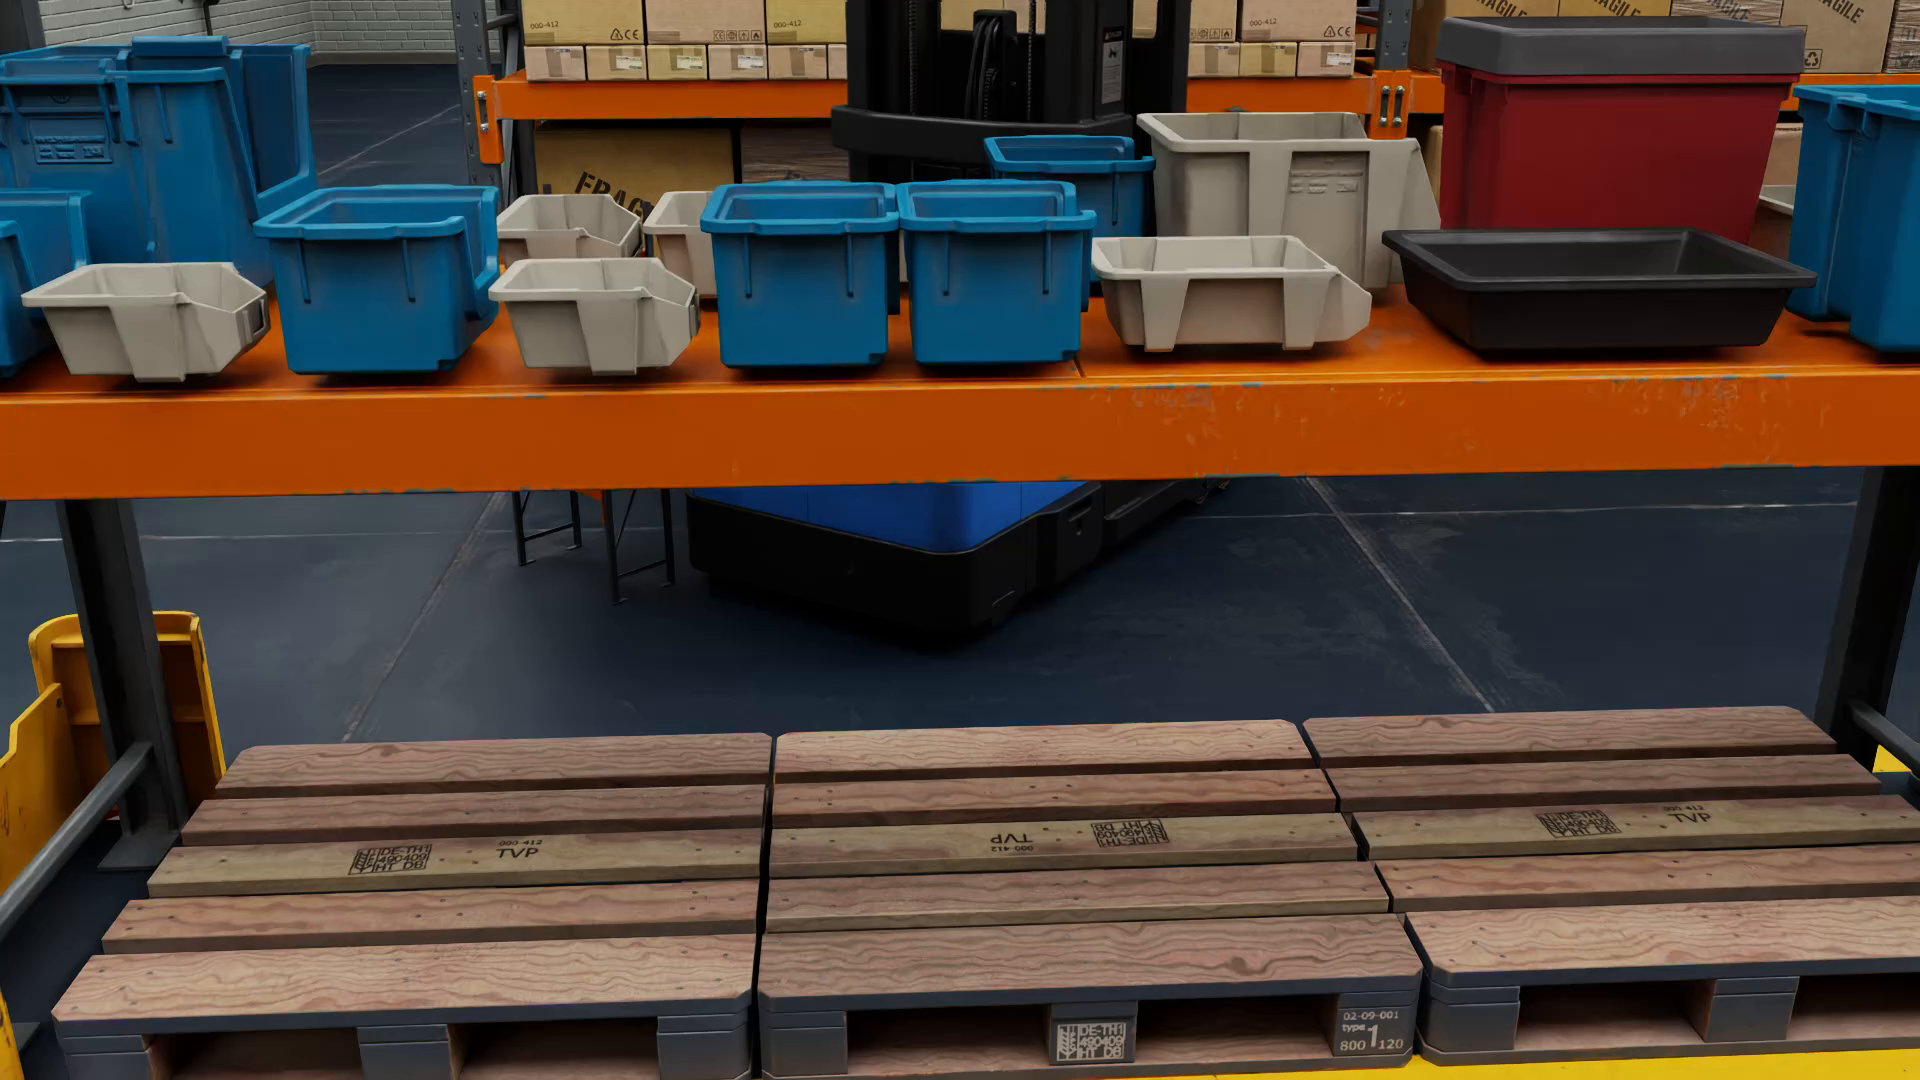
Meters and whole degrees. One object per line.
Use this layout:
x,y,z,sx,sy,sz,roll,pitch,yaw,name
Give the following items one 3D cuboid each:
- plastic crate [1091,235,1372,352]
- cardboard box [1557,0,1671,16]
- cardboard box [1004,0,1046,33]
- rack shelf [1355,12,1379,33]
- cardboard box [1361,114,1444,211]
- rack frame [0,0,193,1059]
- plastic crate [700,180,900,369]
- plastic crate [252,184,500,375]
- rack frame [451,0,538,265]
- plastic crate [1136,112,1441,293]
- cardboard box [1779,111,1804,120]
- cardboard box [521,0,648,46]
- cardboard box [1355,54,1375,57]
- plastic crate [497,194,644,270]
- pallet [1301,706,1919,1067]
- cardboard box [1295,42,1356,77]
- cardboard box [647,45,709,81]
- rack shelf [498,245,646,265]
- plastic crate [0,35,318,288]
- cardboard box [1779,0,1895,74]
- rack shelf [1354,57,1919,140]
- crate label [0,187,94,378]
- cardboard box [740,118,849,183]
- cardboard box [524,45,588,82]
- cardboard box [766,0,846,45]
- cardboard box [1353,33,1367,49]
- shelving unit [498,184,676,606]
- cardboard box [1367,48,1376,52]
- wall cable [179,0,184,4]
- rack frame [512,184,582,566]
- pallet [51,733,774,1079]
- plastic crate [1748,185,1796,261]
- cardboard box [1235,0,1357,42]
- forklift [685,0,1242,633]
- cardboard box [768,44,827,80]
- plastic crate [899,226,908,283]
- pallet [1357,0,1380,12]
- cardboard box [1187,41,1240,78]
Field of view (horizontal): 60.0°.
0.443,-0.411,2.771,0.466,0.136,0.293,-1,21,-3,plastic crate
2.857,-2.386,7.531,0.500,0.500,0.500,-1,21,-3,cardboard box
0.429,-2.353,7.377,0.500,0.250,0.500,-1,21,-2,cardboard box
3.696,-3.876,12.597,4.000,0.370,1.077,-1,21,-3,rack shelf
2.519,-1.631,8.086,0.875,0.875,1.225,-1,21,-3,cardboard box
-1.830,-0.567,2.895,0.127,3.000,1.000,-1,21,-3,rack frame
-0.250,-0.432,2.690,0.300,0.233,0.416,-1,21,-3,plastic crate
-0.907,-0.418,2.655,0.300,0.233,0.416,-1,21,-3,plastic crate
-2.112,-2.327,7.516,0.127,3.000,1.000,-1,21,-3,rack frame
0.629,-0.655,3.209,0.530,0.282,0.437,-1,21,-3,plastic crate
4.294,-1.670,8.188,0.875,0.875,1.225,-1,21,-3,cardboard box
-1.618,-2.309,7.263,0.500,0.250,0.500,-2,21,-4,cardboard box
2.983,-3.483,12.423,0.500,0.250,0.500,-1,21,-2,cardboard box
-0.736,-0.554,3.145,0.243,0.136,0.396,-1,21,-3,plastic crate
1.432,0.684,3.529,1.213,0.211,1.003,-1,21,-3,pallet
1.595,-2.168,7.452,0.250,0.149,0.380,-1,21,-3,cardboard box
-1.227,-2.110,7.301,0.250,0.149,0.380,-2,21,-4,cardboard box
-1.167,-0.818,4.980,0.480,0.148,0.258,18,27,38,rack shelf
-1.506,-0.685,3.070,0.499,0.435,0.616,-1,21,-3,plastic crate
3.872,-2.408,7.589,0.500,0.500,0.500,-1,21,-2,cardboard box
3.878,-2.112,7.964,4.000,0.370,1.077,-1,21,-3,rack shelf
-1.564,-0.405,2.620,0.303,0.233,0.416,-1,21,-3,crate label
-0.569,-1.590,7.977,0.875,0.875,0.875,-1,21,-3,cardboard box
-1.739,-2.099,7.272,0.250,0.149,0.380,-1,21,-2,cardboard box
-0.597,-2.331,7.321,0.500,0.250,0.500,-2,21,-5,cardboard box
3.724,-5.211,17.489,0.875,0.875,0.875,-1,21,-2,cardboard box
-1.167,-0.451,5.119,0.503,1.200,0.258,18,27,38,shelving unit
3.469,-3.677,12.931,0.500,0.250,0.500,-2,21,-5,cardboard box
-8.399,-6.702,17.582,0.122,1.984,0.588,-1,21,-3,wall cable
-1.349,-0.509,5.271,0.015,1.200,0.240,18,27,38,rack frame
-1.004,0.733,3.399,1.213,0.211,1.003,-1,21,-3,pallet
1.691,-0.594,3.253,0.243,0.136,0.396,-1,21,-3,plastic crate
1.455,-2.374,7.435,0.500,0.250,0.500,-2,21,-4,cardboard box
0.366,-1.578,5.647,1.130,2.935,3.031,13,24,30,forklift
-0.713,-2.121,7.328,0.250,0.149,0.380,-2,21,-4,cardboard box
-0.164,-0.580,3.216,0.250,0.136,0.298,-1,21,-3,plastic crate
2.470,-4.046,12.302,1.213,0.211,1.003,-1,21,-3,pallet
1.082,-2.157,7.425,0.250,0.149,0.380,-2,21,-4,cardboard box
